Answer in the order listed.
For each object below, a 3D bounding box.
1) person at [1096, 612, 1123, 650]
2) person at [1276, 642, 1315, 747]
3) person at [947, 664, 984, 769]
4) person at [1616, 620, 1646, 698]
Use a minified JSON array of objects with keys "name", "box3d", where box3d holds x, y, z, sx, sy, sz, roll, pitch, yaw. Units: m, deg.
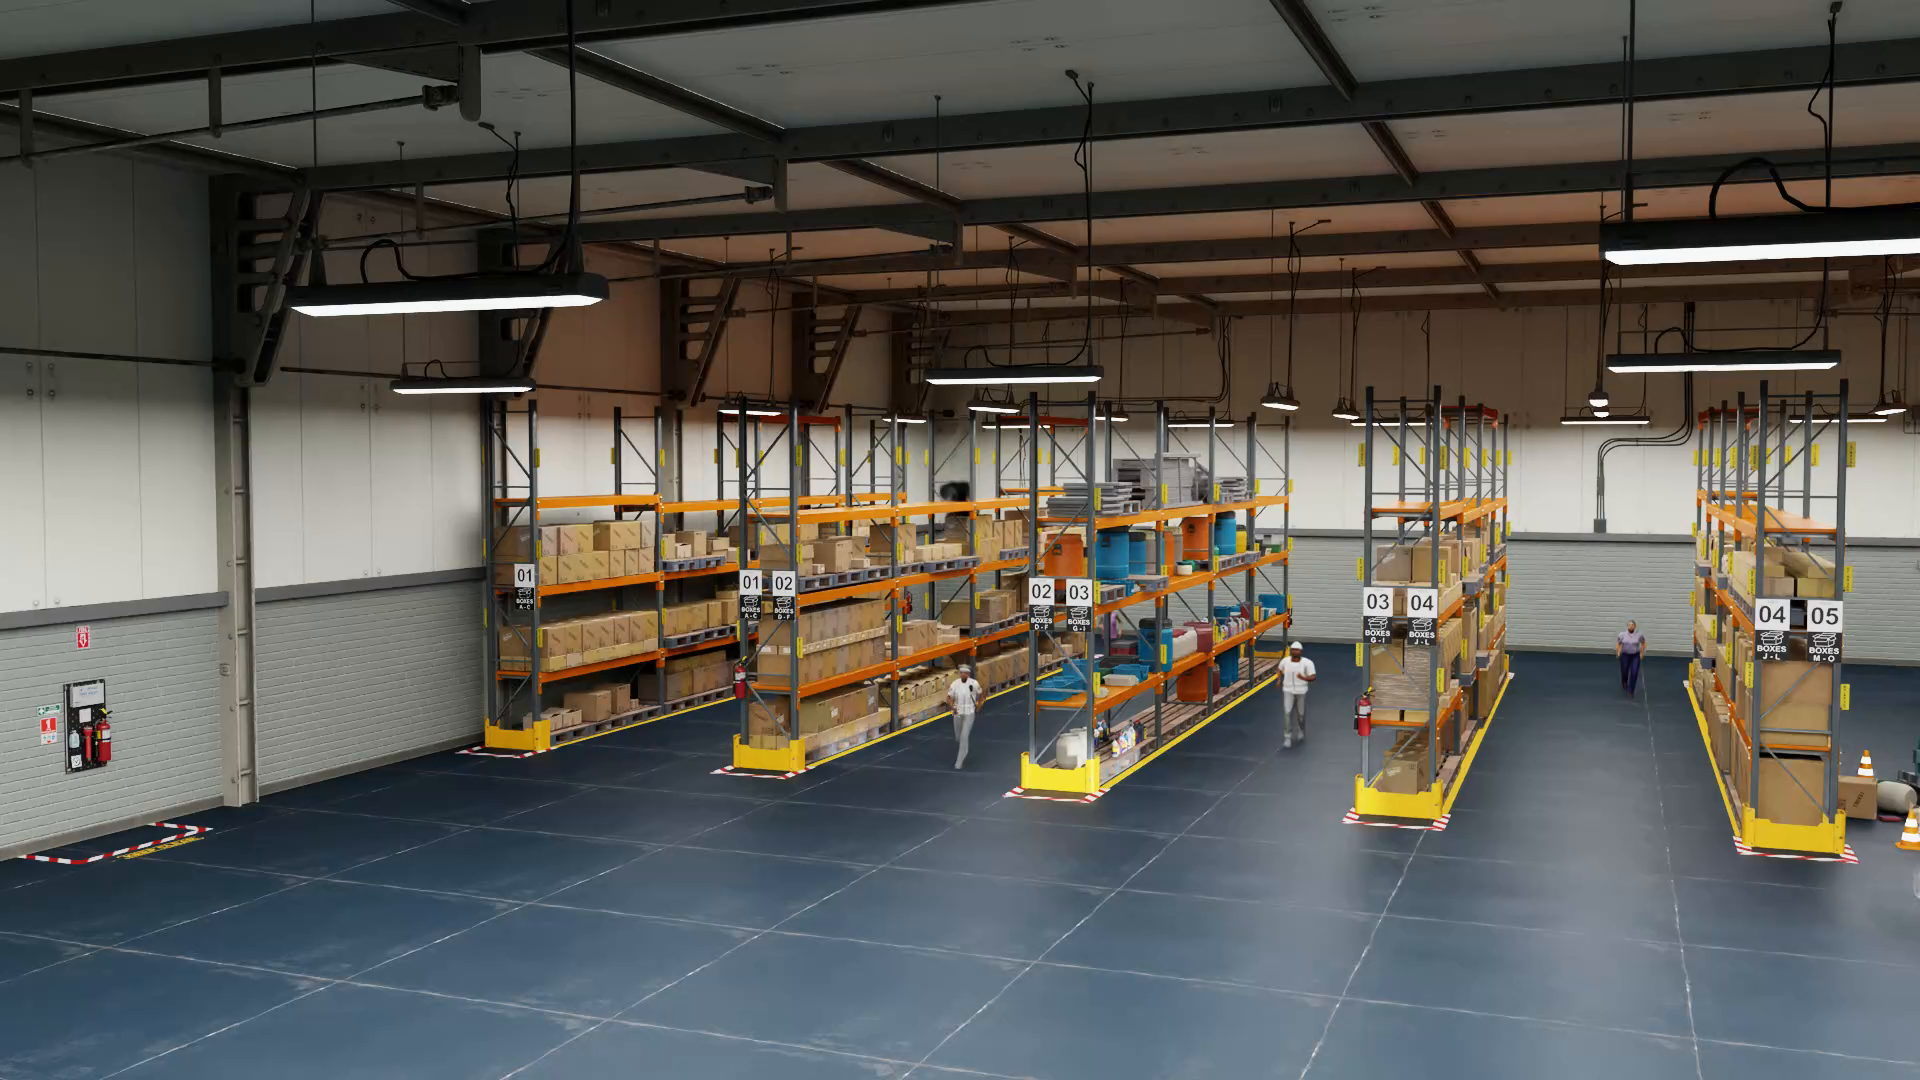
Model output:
[{"name":"person","box3d":[3.187,2.145,35.651,0.565,1.645,0.729,1,3,10]},{"name":"person","box3d":[5.846,2.659,28.977,0.691,1.777,0.922,1,3,18]},{"name":"person","box3d":[0.081,2.841,27.142,0.599,1.686,0.857,0,3,8]},{"name":"person","box3d":[14.114,2.486,34.984,0.596,1.619,0.746,1,3,22]}]
